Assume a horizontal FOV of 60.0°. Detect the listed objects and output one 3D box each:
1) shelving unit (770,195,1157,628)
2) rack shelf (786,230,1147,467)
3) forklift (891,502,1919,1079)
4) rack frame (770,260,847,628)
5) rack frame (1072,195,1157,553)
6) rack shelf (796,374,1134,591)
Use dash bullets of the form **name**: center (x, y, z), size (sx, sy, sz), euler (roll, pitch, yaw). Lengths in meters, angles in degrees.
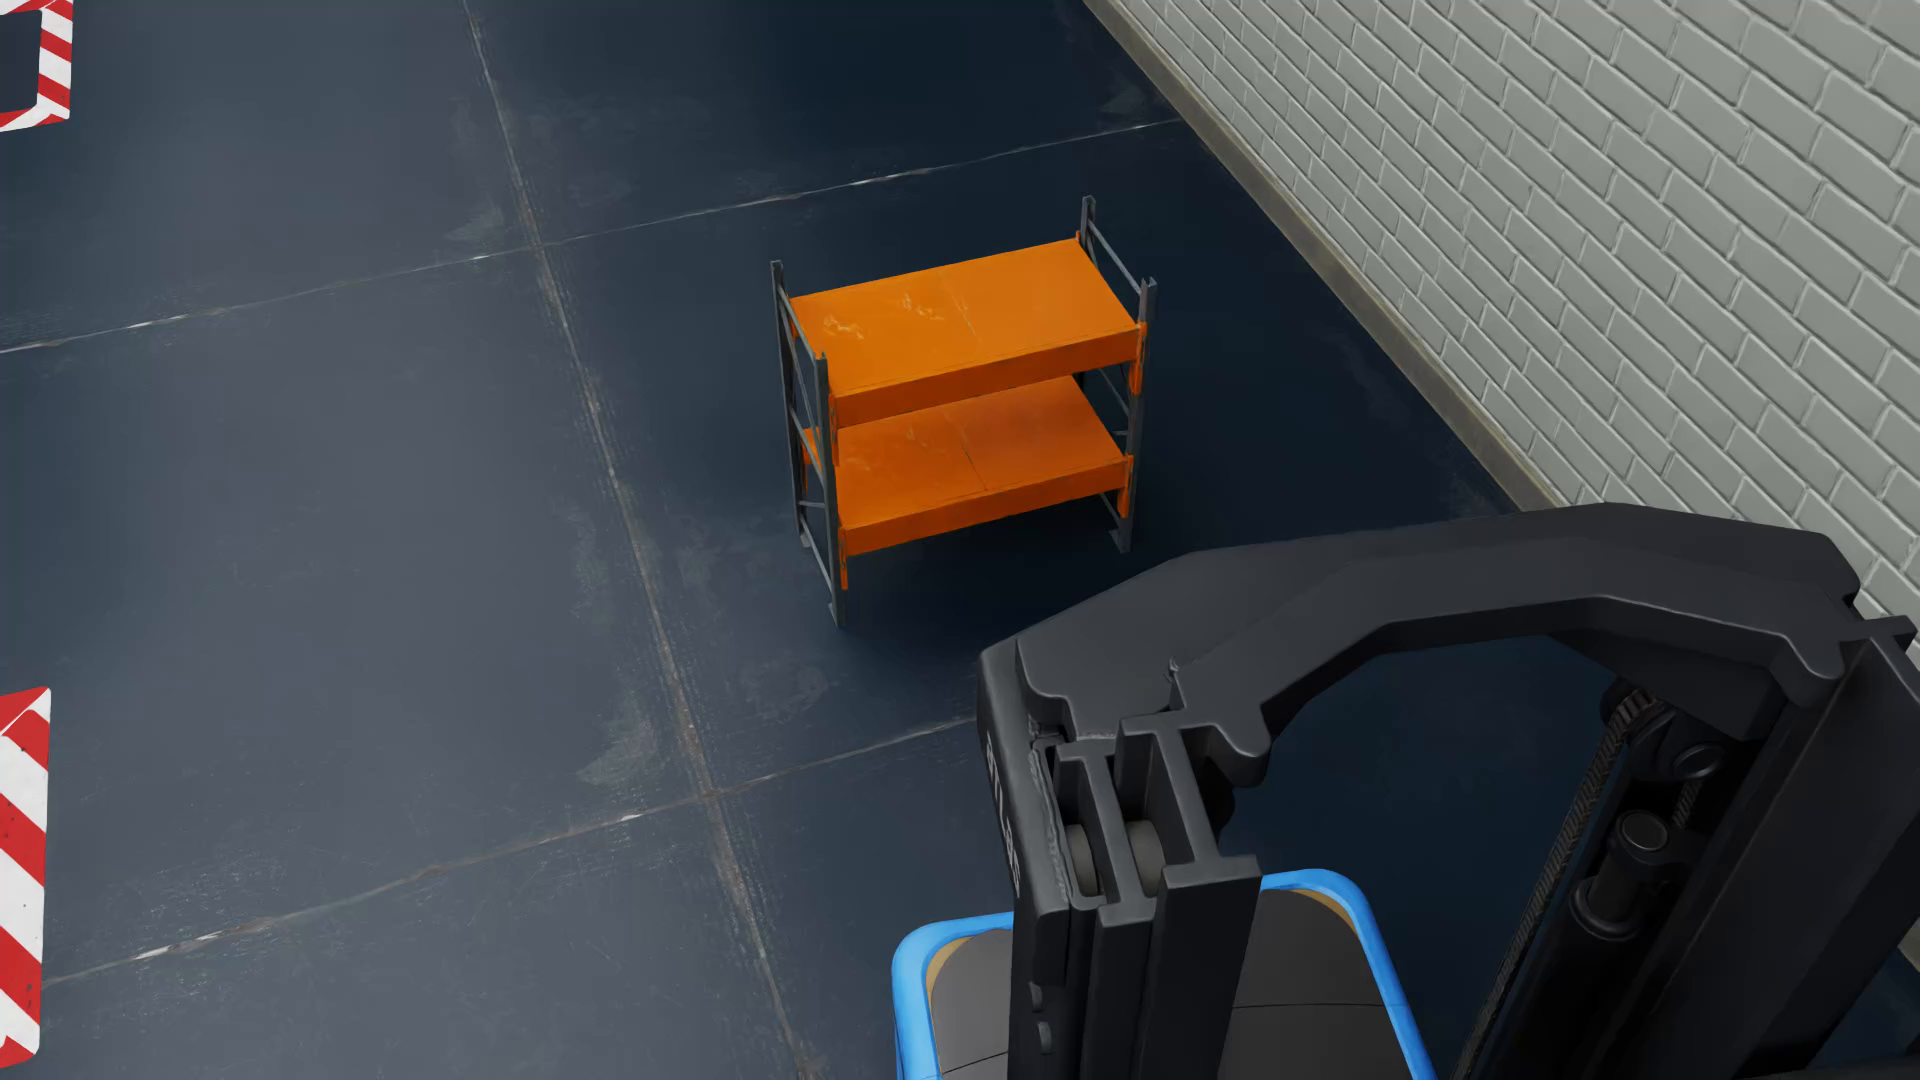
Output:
- **shelving unit**: center (0.006, -0.399, 5.353), size (1.048, 1.125, 0.538), euler (-14, 47, -14)
- **rack shelf**: center (0.006, -0.605, 5.146), size (1.000, 0.278, 0.538), euler (-14, 47, -14)
- **forklift**: center (0.591, 1.502, 2.183), size (1.130, 2.935, 3.031), euler (-7, 45, -7)
- **rack frame**: center (-0.472, -0.276, 5.231), size (0.032, 1.125, 0.500), euler (-14, 47, -14)
- **rack frame**: center (0.485, -0.521, 5.475), size (0.032, 1.125, 0.500), euler (-14, 47, -14)
- **rack shelf**: center (0.006, -0.226, 5.526), size (1.000, 0.278, 0.538), euler (-14, 47, -14)
